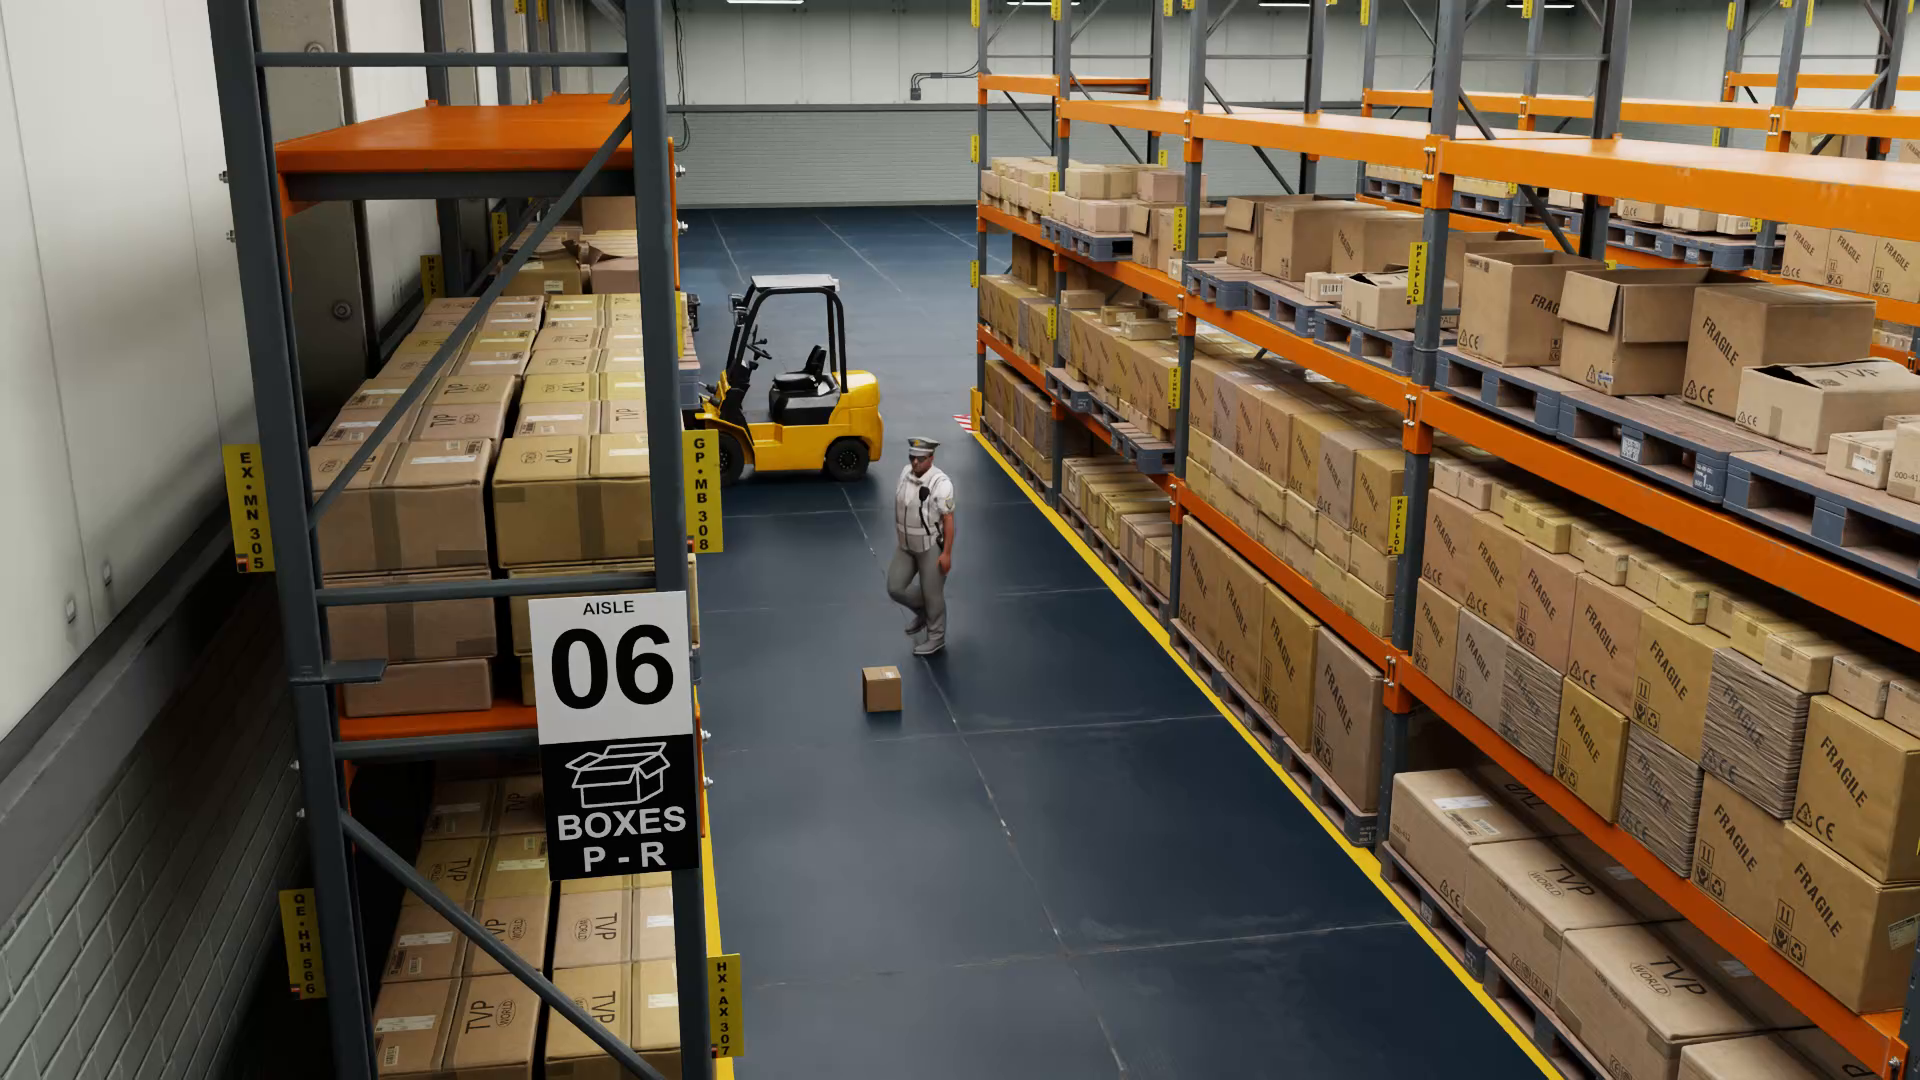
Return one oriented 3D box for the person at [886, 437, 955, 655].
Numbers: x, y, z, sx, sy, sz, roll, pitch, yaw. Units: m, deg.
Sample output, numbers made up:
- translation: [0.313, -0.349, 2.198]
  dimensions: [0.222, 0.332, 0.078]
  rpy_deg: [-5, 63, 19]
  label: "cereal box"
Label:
- translation: [-0.255, 0.024, 12.876]
  dimensions: [0.593, 1.755, 0.526]
  rpy_deg: [14, 21, 39]
  label: "person"
